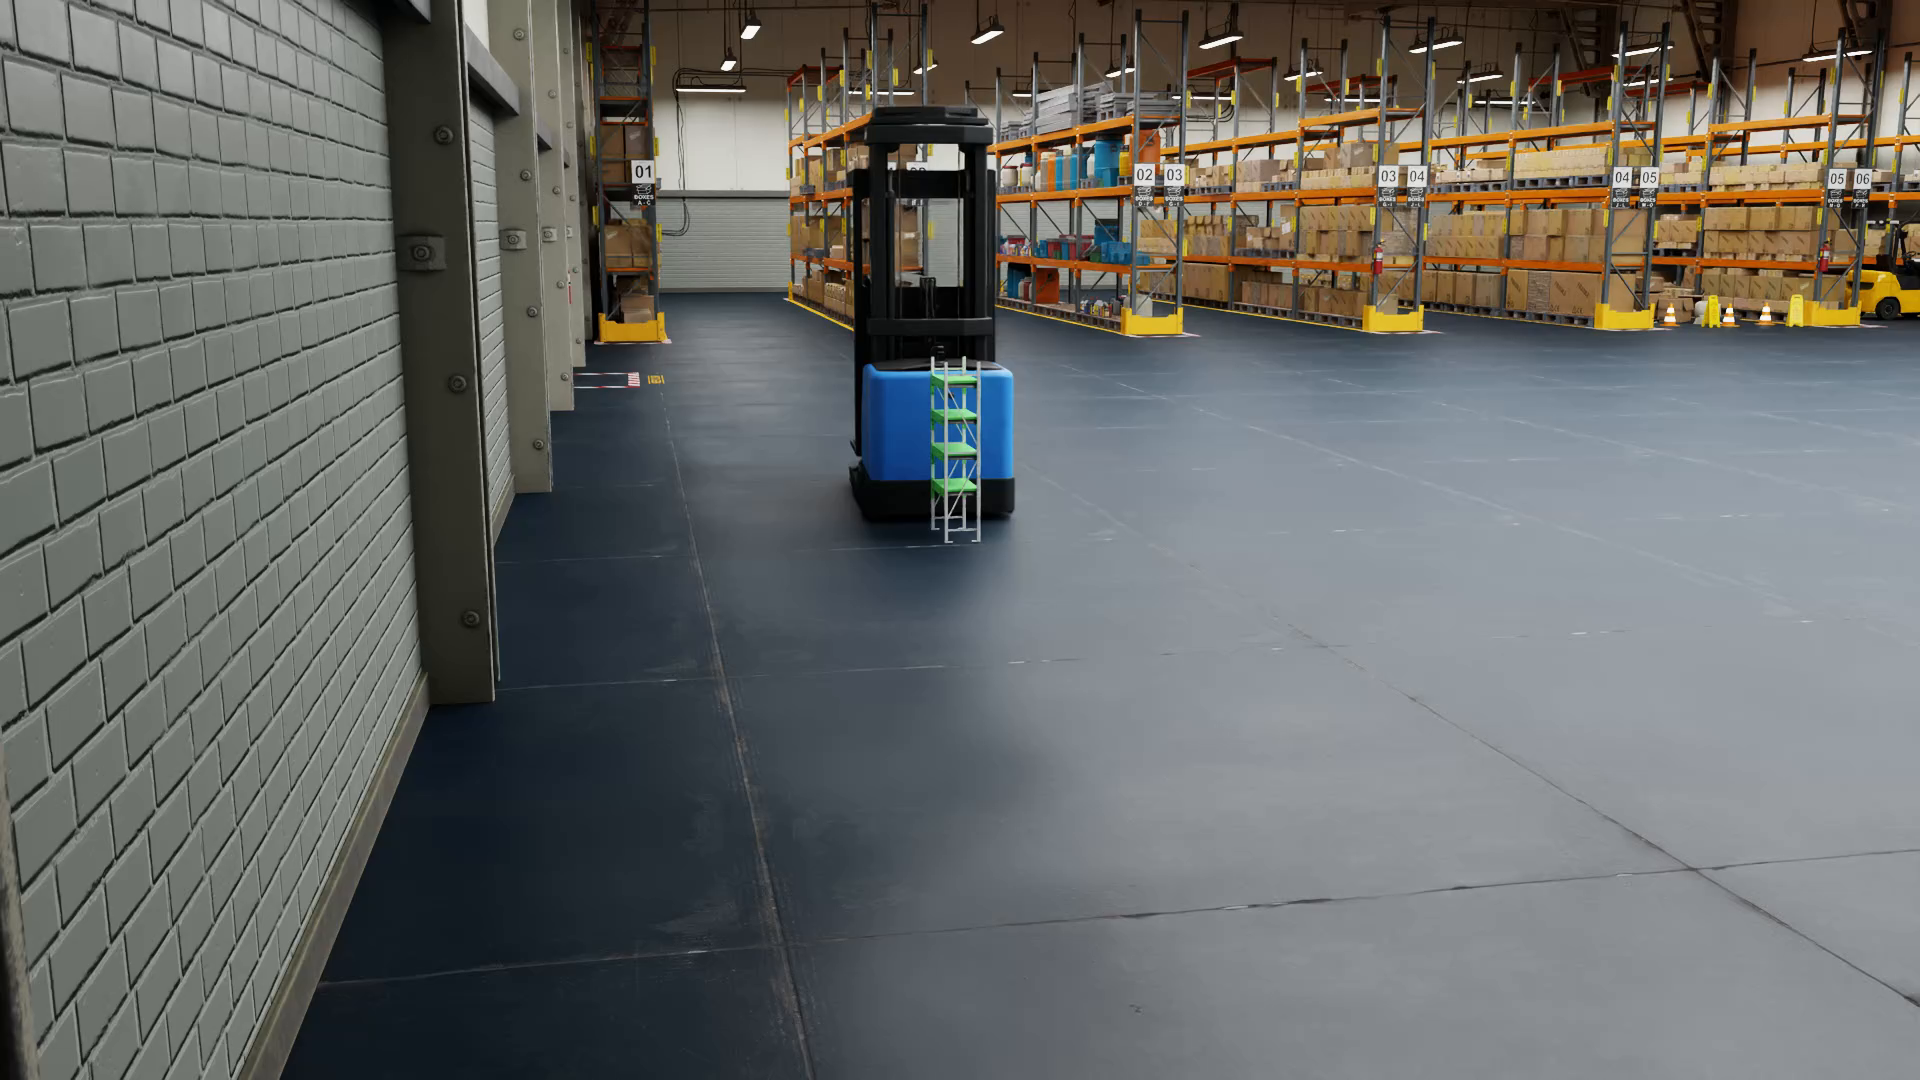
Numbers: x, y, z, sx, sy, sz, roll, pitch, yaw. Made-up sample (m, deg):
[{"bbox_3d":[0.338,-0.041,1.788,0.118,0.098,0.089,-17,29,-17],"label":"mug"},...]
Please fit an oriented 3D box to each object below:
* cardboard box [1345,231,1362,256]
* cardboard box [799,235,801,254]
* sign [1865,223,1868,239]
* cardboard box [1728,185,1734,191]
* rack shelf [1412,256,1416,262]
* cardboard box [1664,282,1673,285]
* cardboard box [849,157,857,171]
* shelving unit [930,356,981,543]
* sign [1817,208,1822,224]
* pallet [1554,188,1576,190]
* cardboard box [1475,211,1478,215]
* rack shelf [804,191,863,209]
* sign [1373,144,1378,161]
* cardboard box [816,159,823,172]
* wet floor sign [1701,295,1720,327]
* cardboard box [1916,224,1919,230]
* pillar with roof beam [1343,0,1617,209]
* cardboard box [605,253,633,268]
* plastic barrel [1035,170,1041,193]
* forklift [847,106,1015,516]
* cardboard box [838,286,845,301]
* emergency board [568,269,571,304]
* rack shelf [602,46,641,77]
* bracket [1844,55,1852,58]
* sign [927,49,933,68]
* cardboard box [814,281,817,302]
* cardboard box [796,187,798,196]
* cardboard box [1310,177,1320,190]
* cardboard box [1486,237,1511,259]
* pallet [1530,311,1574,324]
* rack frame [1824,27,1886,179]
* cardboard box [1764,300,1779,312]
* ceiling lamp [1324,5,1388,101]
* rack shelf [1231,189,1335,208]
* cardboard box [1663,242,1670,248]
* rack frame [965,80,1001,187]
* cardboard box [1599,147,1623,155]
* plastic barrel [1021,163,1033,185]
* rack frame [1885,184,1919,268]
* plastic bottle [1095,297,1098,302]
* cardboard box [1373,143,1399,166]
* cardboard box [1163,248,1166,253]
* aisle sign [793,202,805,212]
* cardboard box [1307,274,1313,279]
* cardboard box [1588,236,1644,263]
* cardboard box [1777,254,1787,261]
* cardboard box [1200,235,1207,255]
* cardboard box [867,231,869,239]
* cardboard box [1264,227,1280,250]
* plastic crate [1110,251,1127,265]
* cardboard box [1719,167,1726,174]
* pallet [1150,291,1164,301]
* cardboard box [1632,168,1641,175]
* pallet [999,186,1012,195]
[{"bbox_3d":[8.328,-6.015,33.712,0.875,0.500,0.500,-2,11,-11],"label":"cardboard box"},{"bbox_3d":[-3.981,-7.792,43.843,0.500,0.500,0.500,-2,11,-10],"label":"cardboard box"},{"bbox_3d":[18.876,-6.436,34.671,0.100,0.325,0.005,-2,11,-11],"label":"sign"},{"bbox_3d":[17.539,-7.917,37.418,0.380,0.149,0.250,-2,11,-11],"label":"cardboard box"},{"bbox_3d":[11.563,-7.273,43.308,1.077,0.370,4.000,-2,11,-11],"label":"rack shelf"},{"bbox_3d":[20.412,-7.393,48.204,0.396,0.266,0.258,-2,11,-9],"label":"cardboard box"},{"bbox_3d":[-1.928,-7.508,33.339,0.500,0.311,0.500,-3,11,-14],"label":"cardboard box"},{"bbox_3d":[-0.032,-0.620,11.244,0.258,1.200,0.503,-2,11,-11],"label":"shelving unit"},{"bbox_3d":[17.795,-6.698,34.424,0.100,0.325,0.005,-2,11,-11],"label":"sign"},{"bbox_3d":[16.390,-9.160,43.781,1.003,0.211,1.213,-2,11,-8],"label":"pallet"},{"bbox_3d":[15.260,-9.518,48.503,0.380,0.149,0.250,-2,11,-10],"label":"cardboard box"},{"bbox_3d":[-3.040,-8.225,40.288,1.077,0.370,4.000,-2,11,-11],"label":"rack shelf"},{"bbox_3d":[8.075,-7.522,32.305,0.100,0.325,0.005,-2,11,-11],"label":"sign"},{"bbox_3d":[-3.141,-8.910,40.306,0.600,0.600,0.600,-3,11,-13],"label":"cardboard box"},{"bbox_3d":[15.456,-4.702,34.176,0.267,0.644,0.232,-4,12,-21],"label":"wet floor sign"},{"bbox_3d":[22.403,-7.259,38.514,0.380,0.149,0.250,-2,11,-12],"label":"cardboard box"},{"bbox_3d":[16.237,-12.424,52.405,9.100,9.000,0.548,-2,11,-11],"label":"pillar with roof beam"},{"bbox_3d":[-6.234,-5.105,30.341,0.500,0.250,0.500,-2,11,-10],"label":"cardboard box"},{"bbox_3d":[1.969,-8.378,38.868,0.421,0.512,0.421,0,11,0],"label":"plastic barrel"},{"bbox_3d":[-0.302,-1.839,13.019,1.130,2.935,3.031,-1,11,-7],"label":"forklift"},{"bbox_3d":[-2.340,-5.294,35.721,0.500,0.311,0.500,-2,11,-9],"label":"cardboard box"},{"bbox_3d":[-5.328,-3.632,22.255,0.194,1.169,0.643,-2,11,-11],"label":"emergency board"},{"bbox_3d":[-7.898,-11.150,38.747,1.077,0.370,4.000,-2,11,-11],"label":"rack shelf"},{"bbox_3d":[22.365,-12.211,41.659,0.235,0.232,0.430,-2,11,-11],"label":"bracket"},{"bbox_3d":[-0.549,-8.773,30.303,0.100,0.325,0.005,-2,11,-11],"label":"sign"},{"bbox_3d":[-3.271,-6.080,40.627,0.500,0.500,0.500,-3,11,-13],"label":"cardboard box"},{"bbox_3d":[-4.069,-9.226,44.027,0.500,0.250,0.500,-2,11,-11],"label":"cardboard box"},{"bbox_3d":[7.789,-7.575,35.351,0.500,0.250,0.500,-2,11,-12],"label":"cardboard box"},{"bbox_3d":[12.366,-6.661,37.902,0.500,0.500,0.500,-2,11,-11],"label":"cardboard box"},{"bbox_3d":[13.042,-4.789,35.794,1.003,0.211,1.213,-2,11,-11],"label":"pallet"},{"bbox_3d":[18.344,-8.938,34.087,1.000,3.000,0.127,-2,11,-11],"label":"rack frame"},{"bbox_3d":[17.830,-5.080,36.094,0.500,0.250,0.500,-2,11,-11],"label":"cardboard box"},{"bbox_3d":[12.332,-15.144,51.082,2.000,3.185,0.800,-2,11,-11],"label":"ceiling lamp"},{"bbox_3d":[7.456,-7.851,38.323,1.077,0.370,4.000,-2,11,-11],"label":"rack shelf"},{"bbox_3d":[17.023,-7.033,39.674,0.380,0.149,0.250,-2,11,-11],"label":"cardboard box"},{"bbox_3d":[0.653,-11.332,46.665,1.000,3.000,0.127,-2,11,-11],"label":"rack frame"},{"bbox_3d":[13.110,-7.839,33.485,0.380,0.149,0.250,-2,11,-10],"label":"cardboard box"},{"bbox_3d":[1.716,-8.984,40.864,0.433,0.535,0.433,0,11,0],"label":"plastic barrel"},{"bbox_3d":[22.434,-6.905,39.455,1.000,3.000,0.127,-2,11,-11],"label":"rack frame"},{"bbox_3d":[2.878,-4.941,35.040,0.144,0.351,0.185,-2,11,-11],"label":"plastic bottle"},{"bbox_3d":[8.599,-7.827,33.872,0.500,0.500,0.500,-2,11,-11],"label":"cardboard box"},{"bbox_3d":[5.758,-7.893,45.316,0.380,0.149,0.250,-2,11,-10],"label":"cardboard box"},{"bbox_3d":[-4.508,-9.484,46.050,0.394,0.787,0.004,-2,11,-11],"label":"aisle sign"},{"bbox_3d":[10.260,-7.619,48.115,0.380,0.149,0.250,-2,11,-11],"label":"cardboard box"},{"bbox_3d":[13.391,-5.932,33.940,0.875,0.550,0.550,-2,11,-11],"label":"cardboard box"},{"bbox_3d":[17.795,-6.064,35.707,0.380,0.149,0.250,-2,11,-10],"label":"cardboard box"},{"bbox_3d":[6.435,-7.508,42.354,0.500,0.500,0.500,-2,11,-10],"label":"cardboard box"},{"bbox_3d":[-1.609,-5.939,32.375,0.380,0.149,0.250,-2,11,-9],"label":"cardboard box"},{"bbox_3d":[7.417,-6.935,38.213,0.797,0.503,0.637,-1,11,-5],"label":"cardboard box"},{"bbox_3d":[3.253,-5.577,32.874,0.499,0.251,0.408,-2,11,-11],"label":"plastic crate"},{"bbox_3d":[17.386,-8.350,37.560,0.380,0.149,0.250,-2,11,-9],"label":"cardboard box"},{"bbox_3d":[5.977,-6.828,46.504,1.003,0.211,1.213,-2,11,-11],"label":"pallet"},{"bbox_3d":[13.756,-7.472,33.691,0.380,0.149,0.250,-2,11,-11],"label":"cardboard box"},{"bbox_3d":[1.679,-8.891,42.372,1.213,0.211,1.003,-2,11,-11],"label":"pallet"}]
